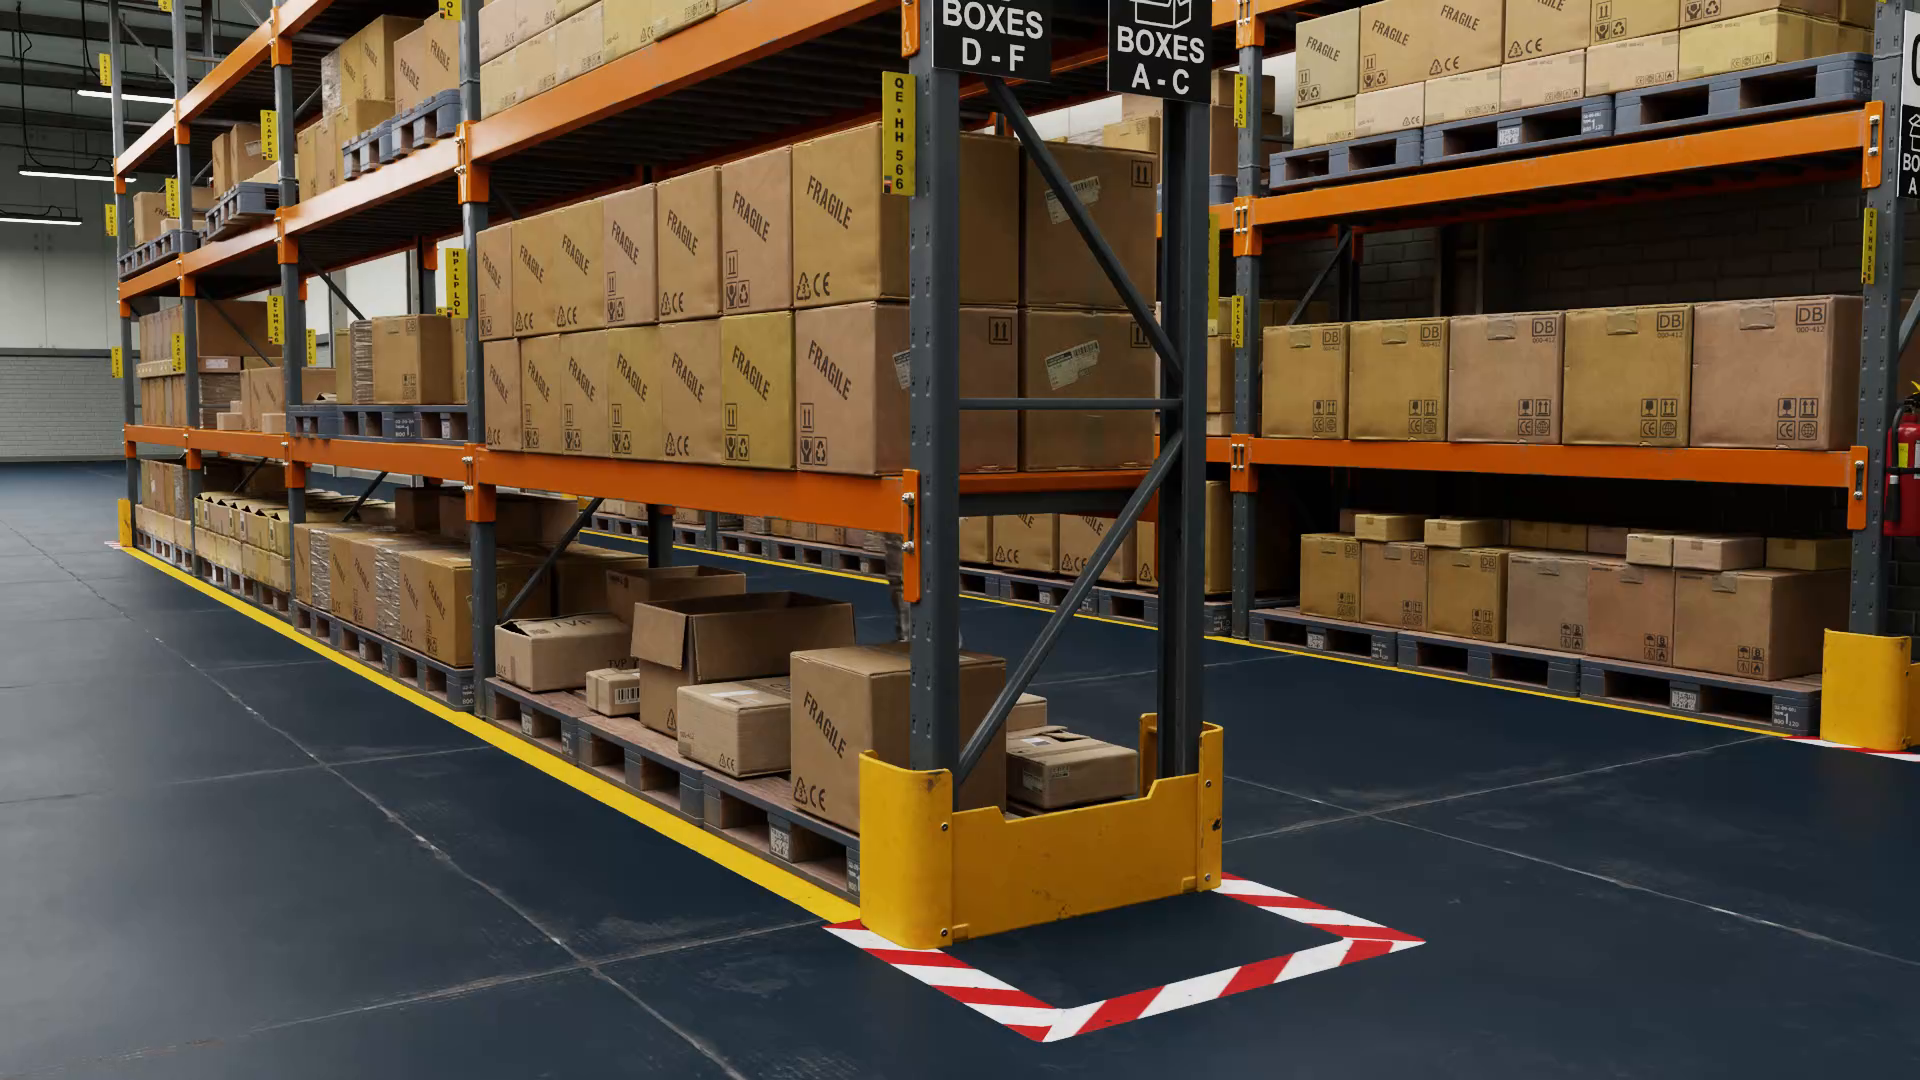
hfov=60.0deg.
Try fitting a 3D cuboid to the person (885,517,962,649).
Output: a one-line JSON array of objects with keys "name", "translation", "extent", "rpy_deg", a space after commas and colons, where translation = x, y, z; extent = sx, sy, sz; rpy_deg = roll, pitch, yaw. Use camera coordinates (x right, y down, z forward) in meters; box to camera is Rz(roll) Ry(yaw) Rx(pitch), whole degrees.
[{"name": "person", "translation": [-0.252, -0.117, 9.074], "extent": [0.503, 1.788, 0.565], "rpy_deg": [-3, 6, -34]}]
